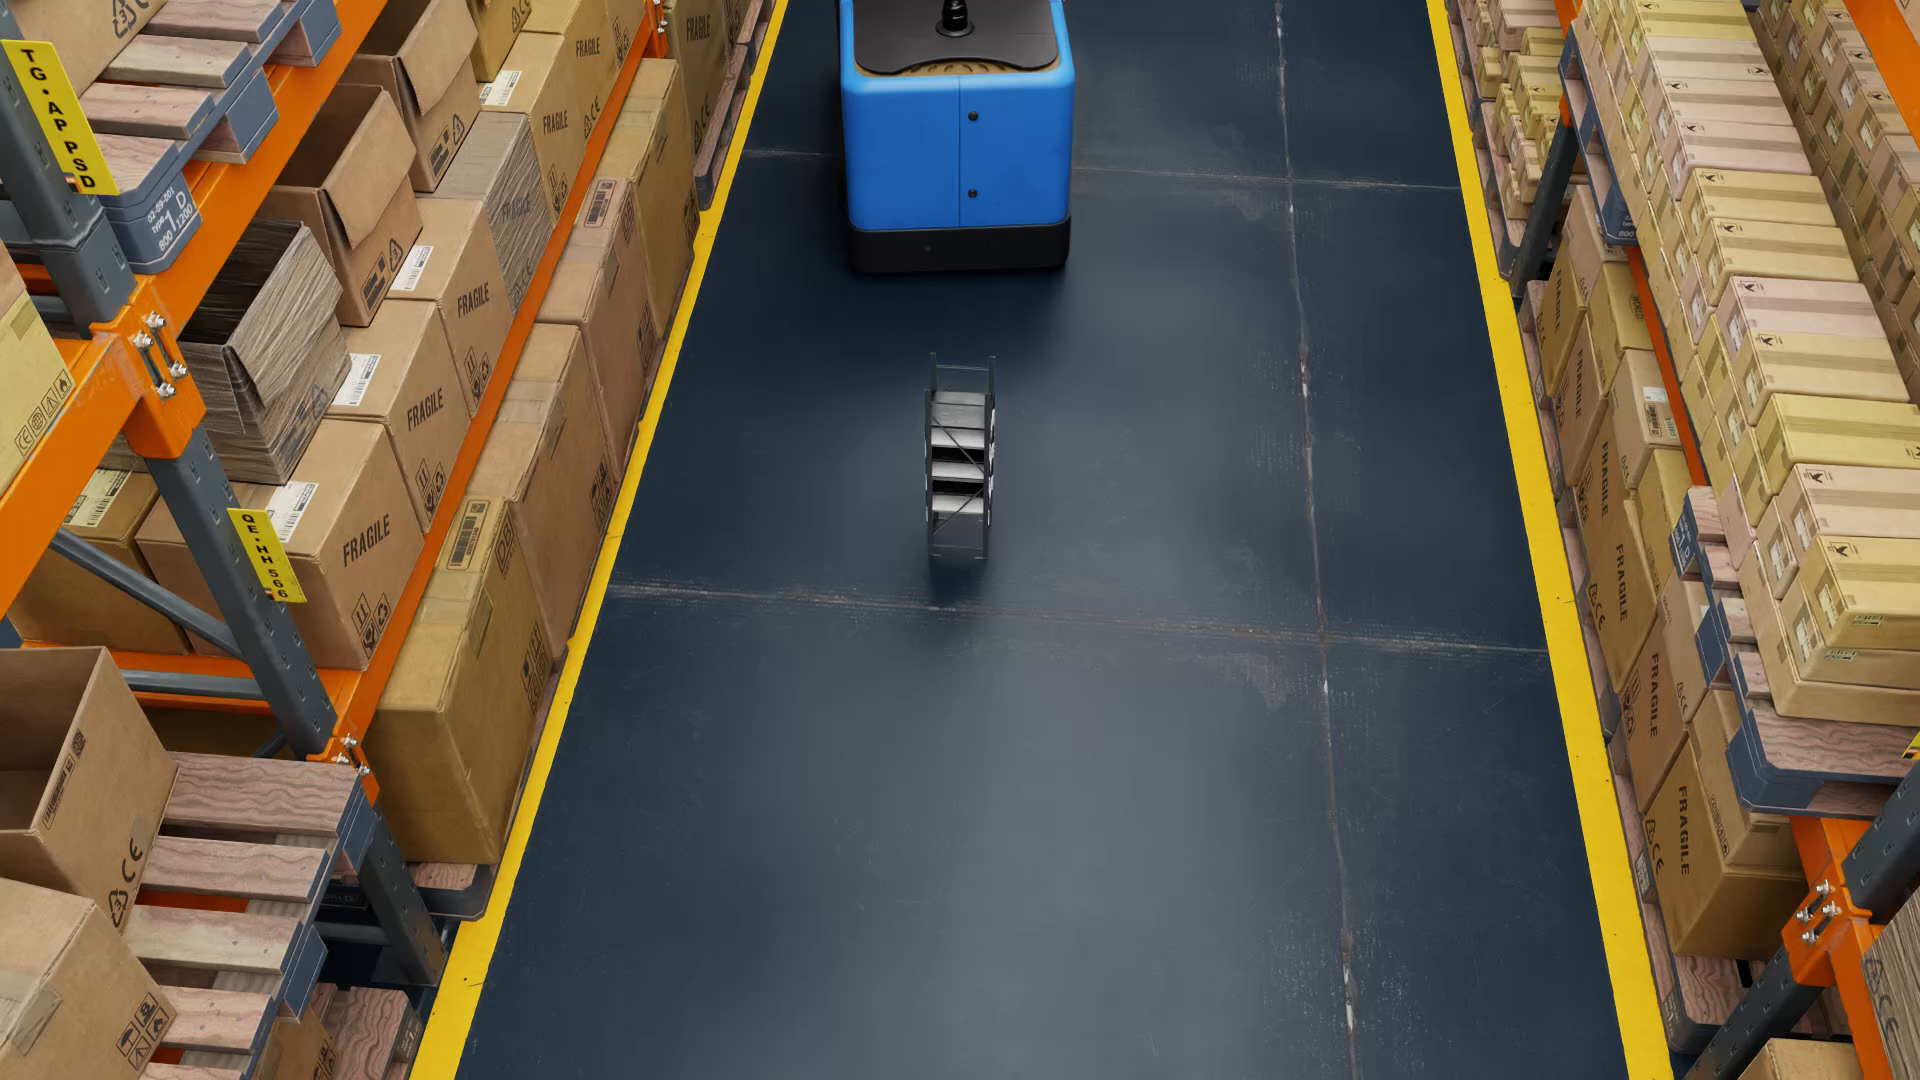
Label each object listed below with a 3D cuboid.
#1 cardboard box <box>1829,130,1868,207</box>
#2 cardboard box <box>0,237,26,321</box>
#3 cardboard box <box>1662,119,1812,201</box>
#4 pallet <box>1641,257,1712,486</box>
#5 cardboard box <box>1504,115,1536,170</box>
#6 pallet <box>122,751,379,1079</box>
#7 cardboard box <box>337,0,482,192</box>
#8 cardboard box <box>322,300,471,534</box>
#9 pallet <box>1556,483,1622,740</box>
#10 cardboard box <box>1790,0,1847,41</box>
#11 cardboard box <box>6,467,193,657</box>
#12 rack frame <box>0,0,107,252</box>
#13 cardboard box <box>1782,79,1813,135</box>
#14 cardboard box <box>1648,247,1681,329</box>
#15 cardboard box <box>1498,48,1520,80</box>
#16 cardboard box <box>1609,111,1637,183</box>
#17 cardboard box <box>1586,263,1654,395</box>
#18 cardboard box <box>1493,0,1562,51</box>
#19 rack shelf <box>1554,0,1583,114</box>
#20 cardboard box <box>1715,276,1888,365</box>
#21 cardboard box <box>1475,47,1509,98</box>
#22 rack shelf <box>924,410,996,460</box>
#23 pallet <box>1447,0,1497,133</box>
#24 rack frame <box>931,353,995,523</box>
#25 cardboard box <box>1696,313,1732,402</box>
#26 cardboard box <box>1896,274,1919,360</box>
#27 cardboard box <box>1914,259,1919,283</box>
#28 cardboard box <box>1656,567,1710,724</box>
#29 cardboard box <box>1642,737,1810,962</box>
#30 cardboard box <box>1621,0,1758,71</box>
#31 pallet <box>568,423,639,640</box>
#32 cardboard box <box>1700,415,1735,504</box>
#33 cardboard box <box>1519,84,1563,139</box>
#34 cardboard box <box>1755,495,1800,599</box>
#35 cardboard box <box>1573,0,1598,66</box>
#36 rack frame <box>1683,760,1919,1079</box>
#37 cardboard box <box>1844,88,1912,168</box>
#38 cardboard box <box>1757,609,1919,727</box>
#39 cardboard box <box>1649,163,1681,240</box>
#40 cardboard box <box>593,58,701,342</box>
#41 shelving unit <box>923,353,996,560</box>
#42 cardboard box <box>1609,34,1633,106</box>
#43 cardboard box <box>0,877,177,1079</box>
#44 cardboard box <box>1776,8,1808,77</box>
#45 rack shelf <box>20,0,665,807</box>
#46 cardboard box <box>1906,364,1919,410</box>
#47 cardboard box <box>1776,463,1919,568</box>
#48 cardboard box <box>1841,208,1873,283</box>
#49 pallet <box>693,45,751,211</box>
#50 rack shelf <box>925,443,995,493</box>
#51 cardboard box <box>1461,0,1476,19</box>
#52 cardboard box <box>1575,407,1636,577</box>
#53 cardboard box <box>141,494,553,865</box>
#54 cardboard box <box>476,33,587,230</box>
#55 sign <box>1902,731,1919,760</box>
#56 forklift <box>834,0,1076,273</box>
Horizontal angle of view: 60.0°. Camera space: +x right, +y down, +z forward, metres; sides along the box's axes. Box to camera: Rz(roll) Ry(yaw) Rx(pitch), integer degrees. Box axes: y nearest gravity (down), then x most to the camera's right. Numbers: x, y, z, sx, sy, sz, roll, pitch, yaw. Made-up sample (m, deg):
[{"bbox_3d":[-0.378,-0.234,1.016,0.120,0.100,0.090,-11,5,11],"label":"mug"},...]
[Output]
[{"bbox_3d":[3.162,-1.241,5.562,0.380,0.149,0.250,2,48,2],"label":"cardboard box"},{"bbox_3d":[-1.994,-0.473,2.736,0.500,0.500,0.500,5,48,5],"label":"cardboard box"},{"bbox_3d":[2.485,-1.206,5.329,0.380,0.149,0.250,5,48,5],"label":"cardboard box"},{"bbox_3d":[2.870,-0.610,5.431,1.003,0.211,1.213,4,48,4],"label":"pallet"},{"bbox_3d":[2.820,-1.889,7.917,0.380,0.149,0.250,2,48,2],"label":"cardboard box"},{"bbox_3d":[-2.158,0.970,3.986,1.213,0.211,1.003,4,48,4],"label":"pallet"},{"bbox_3d":[-2.000,-1.506,5.373,0.797,0.503,0.637,5,48,5],"label":"cardboard box"},{"bbox_3d":[-1.839,-0.377,5.020,0.500,0.500,0.500,3,48,2],"label":"cardboard box"},{"bbox_3d":[2.917,0.255,6.399,1.003,0.211,1.213,4,48,4],"label":"pallet"},{"bbox_3d":[3.230,-1.909,5.972,0.380,0.149,0.250,3,48,2],"label":"cardboard box"},{"bbox_3d":[-2.401,-0.039,4.711,0.500,0.500,0.500,5,48,5],"label":"cardboard box"},{"bbox_3d":[-2.199,-1.650,2.187,1.000,3.000,0.127,4,48,4],"label":"rack frame"},{"bbox_3d":[3.209,-1.535,6.033,0.380,0.149,0.250,4,48,3],"label":"cardboard box"},{"bbox_3d":[2.462,-0.811,5.370,0.380,0.149,0.250,2,48,2],"label":"cardboard box"},{"bbox_3d":[2.951,-2.454,8.433,0.380,0.149,0.250,5,48,4],"label":"cardboard box"},{"bbox_3d":[2.531,-1.383,5.894,0.380,0.149,0.250,4,48,4],"label":"cardboard box"},{"bbox_3d":[2.719,-0.791,6.368,0.500,0.250,0.500,5,48,5],"label":"cardboard box"},{"bbox_3d":[2.902,-2.581,8.348,0.380,0.149,0.250,2,48,2],"label":"cardboard box"},{"bbox_3d":[3.278,-3.384,8.326,1.077,0.370,4.000,4,48,4],"label":"rack shelf"},{"bbox_3d":[2.416,-0.616,4.789,0.380,0.149,0.250,4,48,4],"label":"cardboard box"},{"bbox_3d":[2.886,-2.408,8.593,0.380,0.149,0.250,4,48,3],"label":"cardboard box"},{"bbox_3d":[0.001,-0.409,6.341,0.258,0.077,0.200,4,48,4],"label":"rack shelf"},{"bbox_3d":[3.230,-2.611,9.021,1.003,0.211,1.213,4,48,4],"label":"pallet"},{"bbox_3d":[0.010,-0.384,6.518,0.240,0.900,0.006,4,48,4],"label":"rack frame"},{"bbox_3d":[2.415,-0.525,4.907,0.380,0.149,0.250,4,48,3],"label":"cardboard box"},{"bbox_3d":[3.091,-0.663,5.034,0.380,0.149,0.250,3,48,3],"label":"cardboard box"},{"bbox_3d":[3.084,-0.768,4.928,0.380,0.149,0.250,5,48,5],"label":"cardboard box"},{"bbox_3d":[2.567,0.339,5.334,0.500,0.250,0.500,4,48,4],"label":"cardboard box"},{"bbox_3d":[2.530,0.983,5.253,0.500,0.500,0.500,4,48,3],"label":"cardboard box"},{"bbox_3d":[2.556,-1.763,5.838,0.380,0.149,0.250,4,48,4],"label":"cardboard box"},{"bbox_3d":[-1.939,-0.153,6.773,1.003,0.211,1.213,4,48,4],"label":"pallet"},{"bbox_3d":[2.392,-0.222,4.832,0.380,0.149,0.250,3,48,3],"label":"cardboard box"},{"bbox_3d":[2.852,-2.007,7.823,0.380,0.149,0.250,4,48,4],"label":"cardboard box"},{"bbox_3d":[2.345,0.035,4.395,0.380,0.149,0.250,5,48,5],"label":"cardboard box"},{"bbox_3d":[2.601,-1.955,6.417,0.380,0.149,0.250,2,48,2],"label":"cardboard box"},{"bbox_3d":[2.728,0.782,4.028,0.949,2.616,0.053,4,48,4],"label":"rack frame"},{"bbox_3d":[3.154,-1.346,5.457,0.380,0.149,0.250,2,48,2],"label":"cardboard box"},{"bbox_3d":[2.318,0.332,4.325,0.380,0.149,0.250,5,48,4],"label":"cardboard box"},{"bbox_3d":[2.487,-1.091,5.425,0.380,0.149,0.250,3,48,3],"label":"cardboard box"},{"bbox_3d":[-1.873,-1.518,7.287,1.225,0.875,0.875,4,48,4],"label":"cardboard box"},{"bbox_3d":[0.001,-0.310,6.449,0.258,0.900,0.210,4,48,4],"label":"shelving unit"},{"bbox_3d":[2.557,-1.676,5.960,0.380,0.149,0.250,5,48,4],"label":"cardboard box"},{"bbox_3d":[-2.160,1.015,3.462,0.700,0.500,0.500,10,48,9],"label":"cardboard box"},{"bbox_3d":[3.233,-1.815,6.087,0.380,0.149,0.250,4,48,4],"label":"cardboard box"},{"bbox_3d":[-2.017,-0.852,6.010,1.077,0.370,4.000,4,48,4],"label":"rack shelf"},{"bbox_3d":[3.066,-0.379,4.976,0.380,0.149,0.250,5,48,5],"label":"cardboard box"},{"bbox_3d":[2.344,-0.051,4.272,0.380,0.149,0.250,3,48,3],"label":"cardboard box"},{"bbox_3d":[3.141,-0.951,5.499,0.380,0.149,0.250,6,48,5],"label":"cardboard box"},{"bbox_3d":[-1.687,-2.177,8.624,1.003,0.211,1.213,4,48,4],"label":"pallet"},{"bbox_3d":[0.001,-0.287,6.474,0.258,0.077,0.200,4,48,4],"label":"rack shelf"},{"bbox_3d":[2.965,-2.980,9.116,0.380,0.149,0.250,2,48,2],"label":"cardboard box"},{"bbox_3d":[2.683,-0.155,6.294,0.500,0.500,0.500,5,48,4],"label":"cardboard box"},{"bbox_3d":[-2.116,0.444,5.492,1.225,0.875,0.875,2,48,2],"label":"cardboard box"},{"bbox_3d":[-1.698,-1.489,6.037,0.500,0.500,0.500,3,48,3],"label":"cardboard box"},{"bbox_3d":[2.190,0.389,3.657,0.100,0.325,0.005,4,48,4],"label":"sign"},{"bbox_3d":[-0.087,-3.329,7.834,1.130,2.935,3.031,-2,48,-2],"label":"forklift"}]
